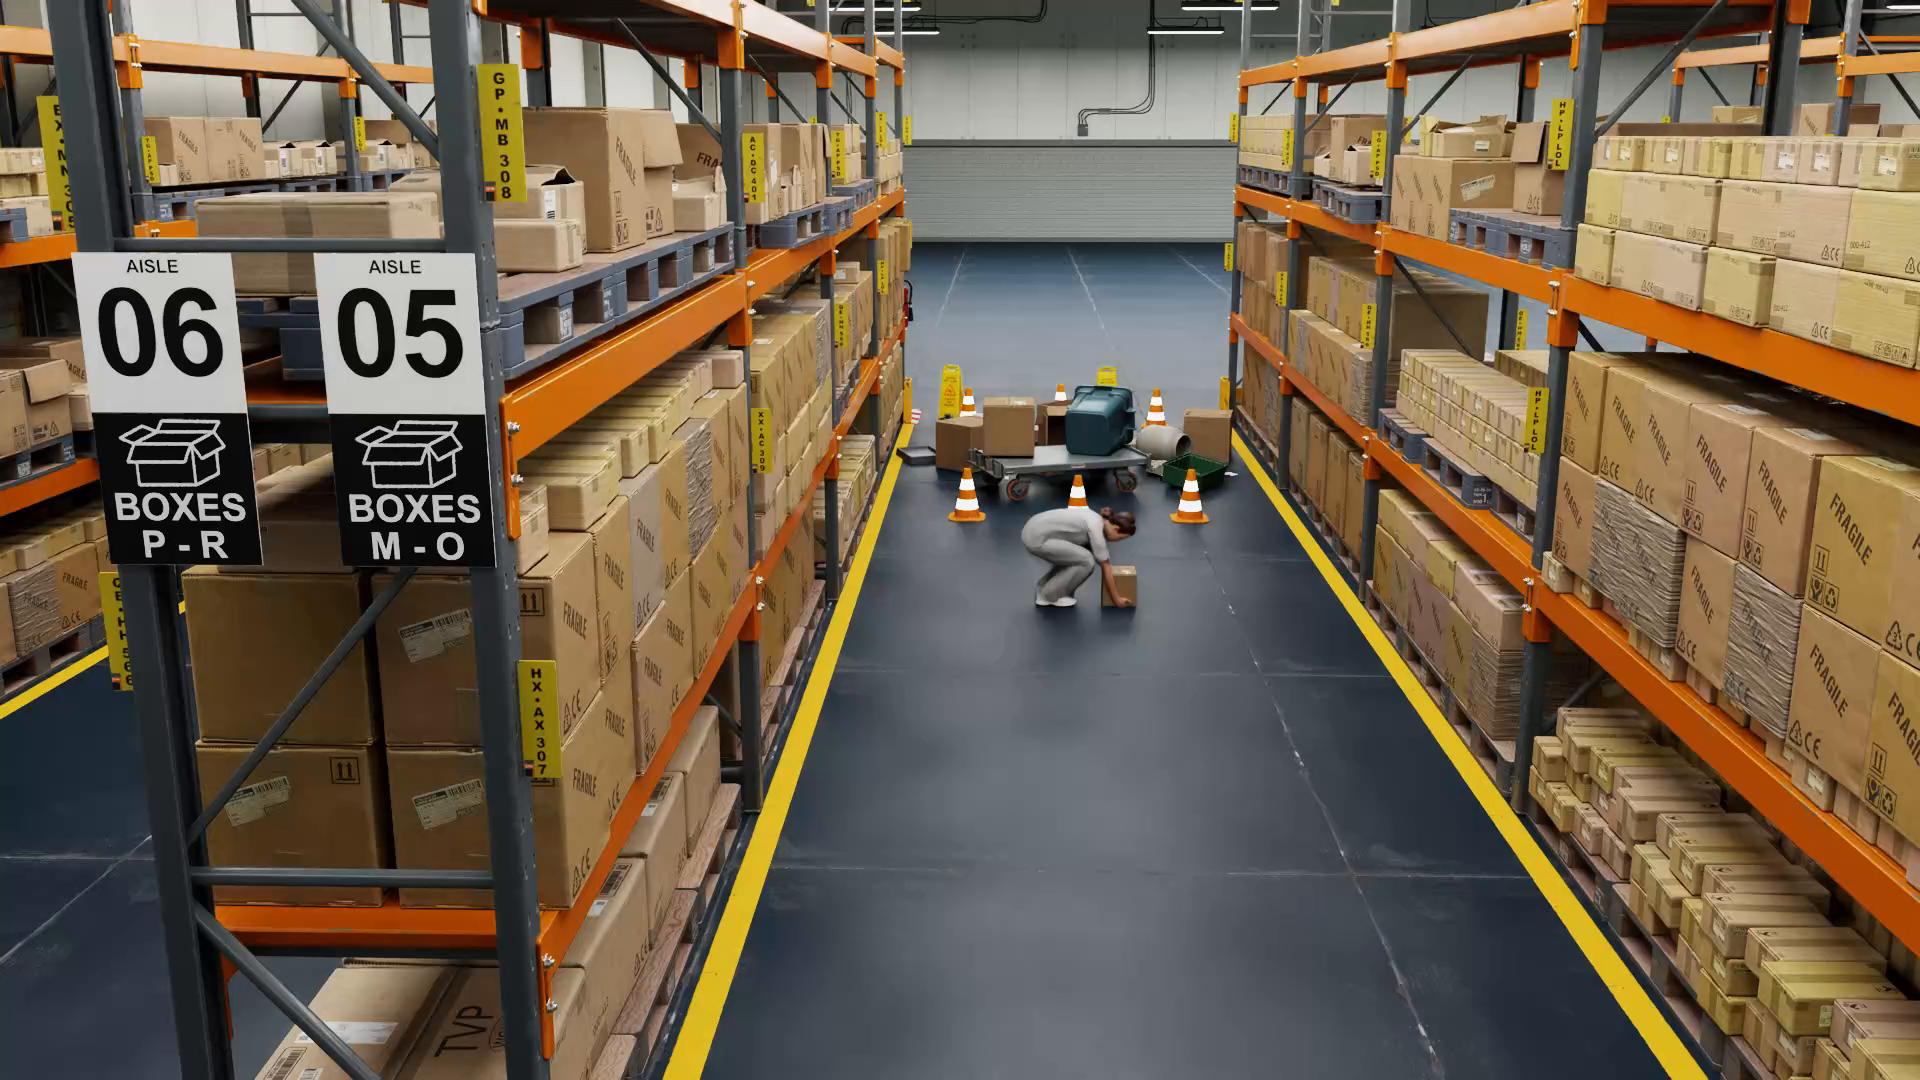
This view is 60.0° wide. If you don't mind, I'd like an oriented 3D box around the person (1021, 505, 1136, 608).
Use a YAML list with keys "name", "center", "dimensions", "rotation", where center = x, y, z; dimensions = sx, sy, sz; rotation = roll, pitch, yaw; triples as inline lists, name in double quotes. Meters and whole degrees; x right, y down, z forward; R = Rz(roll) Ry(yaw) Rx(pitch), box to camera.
- name: "person"
  center: [0.888, 0.118, 12.520]
  dimensions: [0.866, 0.745, 0.458]
  rotation: [0, 14, 0]
